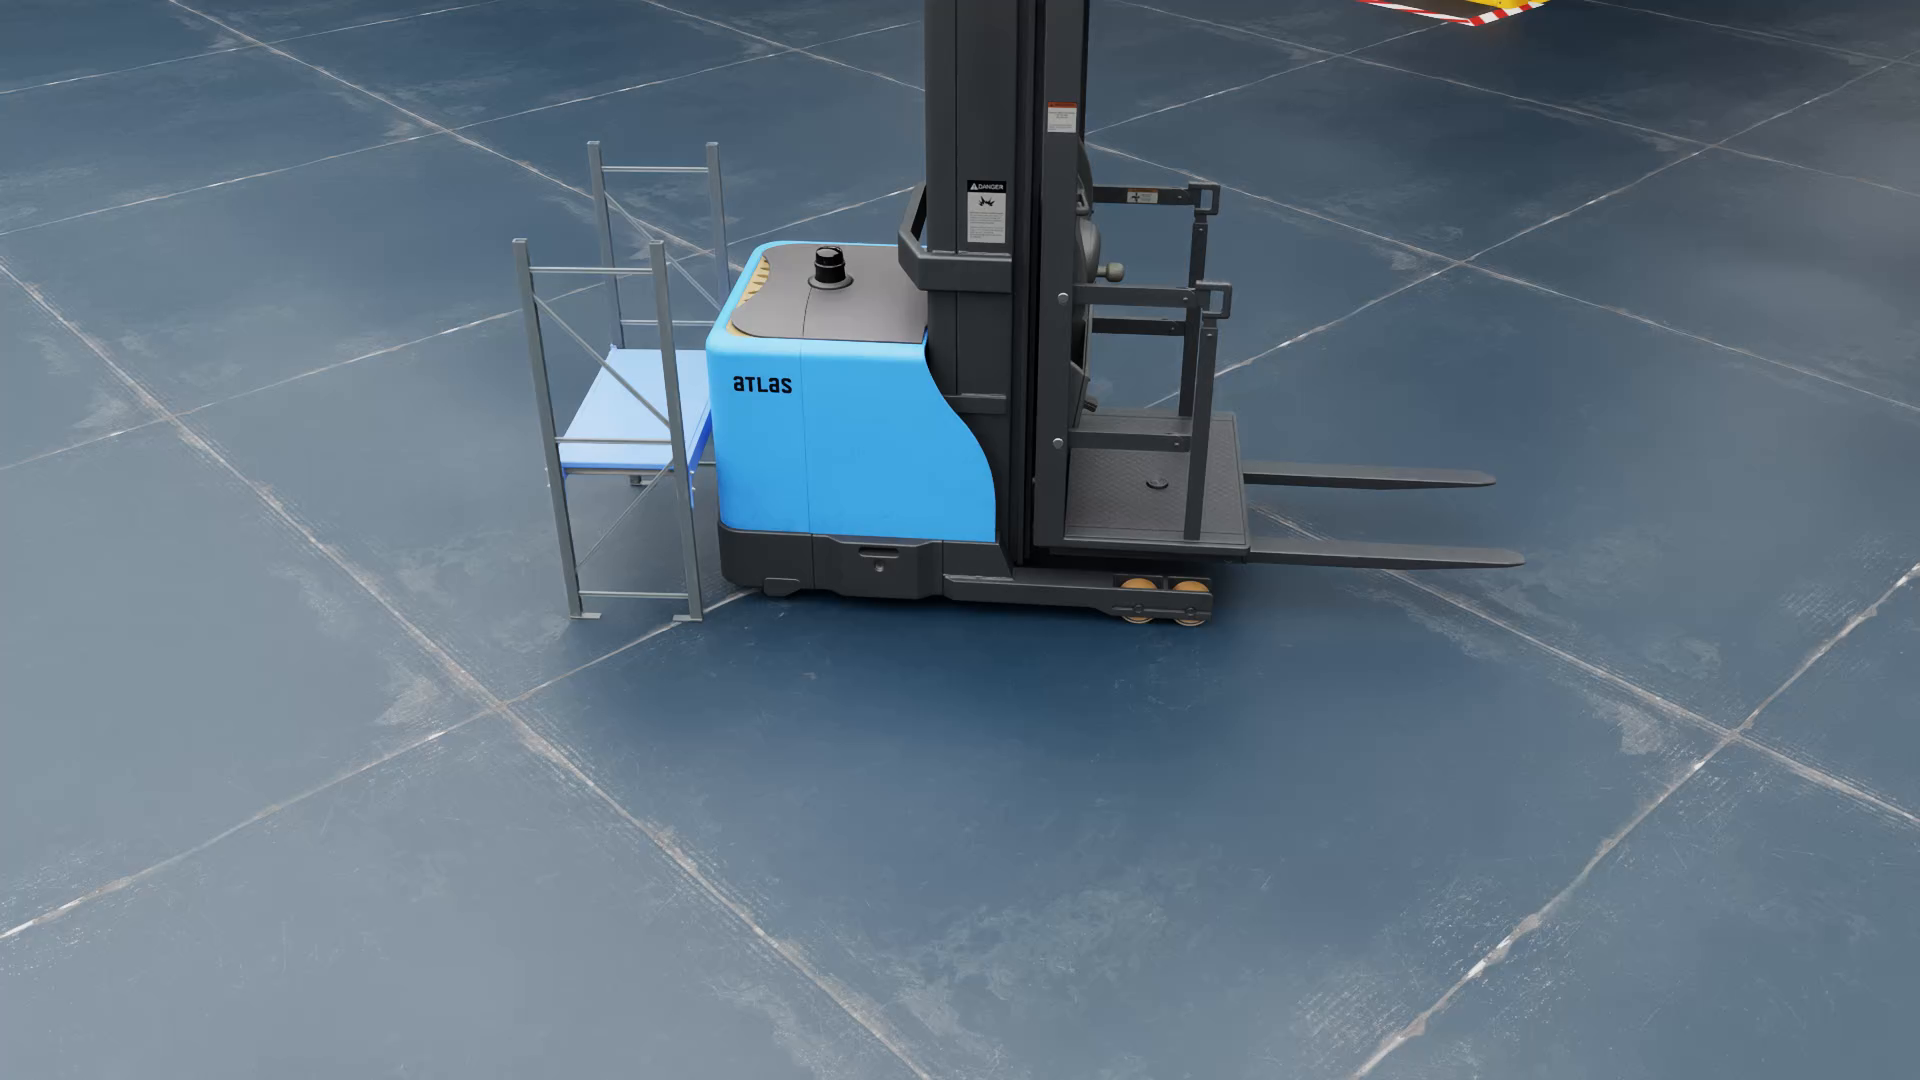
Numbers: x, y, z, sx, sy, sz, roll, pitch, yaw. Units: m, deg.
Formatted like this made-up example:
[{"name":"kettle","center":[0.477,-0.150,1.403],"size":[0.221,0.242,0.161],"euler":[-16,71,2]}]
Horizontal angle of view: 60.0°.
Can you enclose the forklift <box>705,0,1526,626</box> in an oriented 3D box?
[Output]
[{"name":"forklift","center":[0.628,-1.220,5.936],"size":[3.031,2.935,1.130],"euler":[3,32,5]}]

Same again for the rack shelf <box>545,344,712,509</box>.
[{"name":"rack shelf","center":[-1.194,-0.457,6.401],"size":[0.538,0.185,1.000],"euler":[1,31,3]}]

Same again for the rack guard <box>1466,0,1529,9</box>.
[{"name":"rack guard","center":[4.388,-4.995,14.440],"size":[0.348,0.500,1.175],"euler":[-26,40,-35]}]

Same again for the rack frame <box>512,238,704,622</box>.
[{"name":"rack frame","center":[-1.222,-0.346,5.874],"size":[0.500,1.500,0.032],"euler":[1,31,3]}]

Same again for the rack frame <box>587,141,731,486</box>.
[{"name":"rack frame","center":[-1.169,-0.875,6.741],"size":[0.500,1.500,0.032],"euler":[1,31,3]}]

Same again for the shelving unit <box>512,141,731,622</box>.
[{"name":"shelving unit","center":[-1.195,-0.611,6.308],"size":[0.538,1.500,1.048],"euler":[1,31,3]}]
